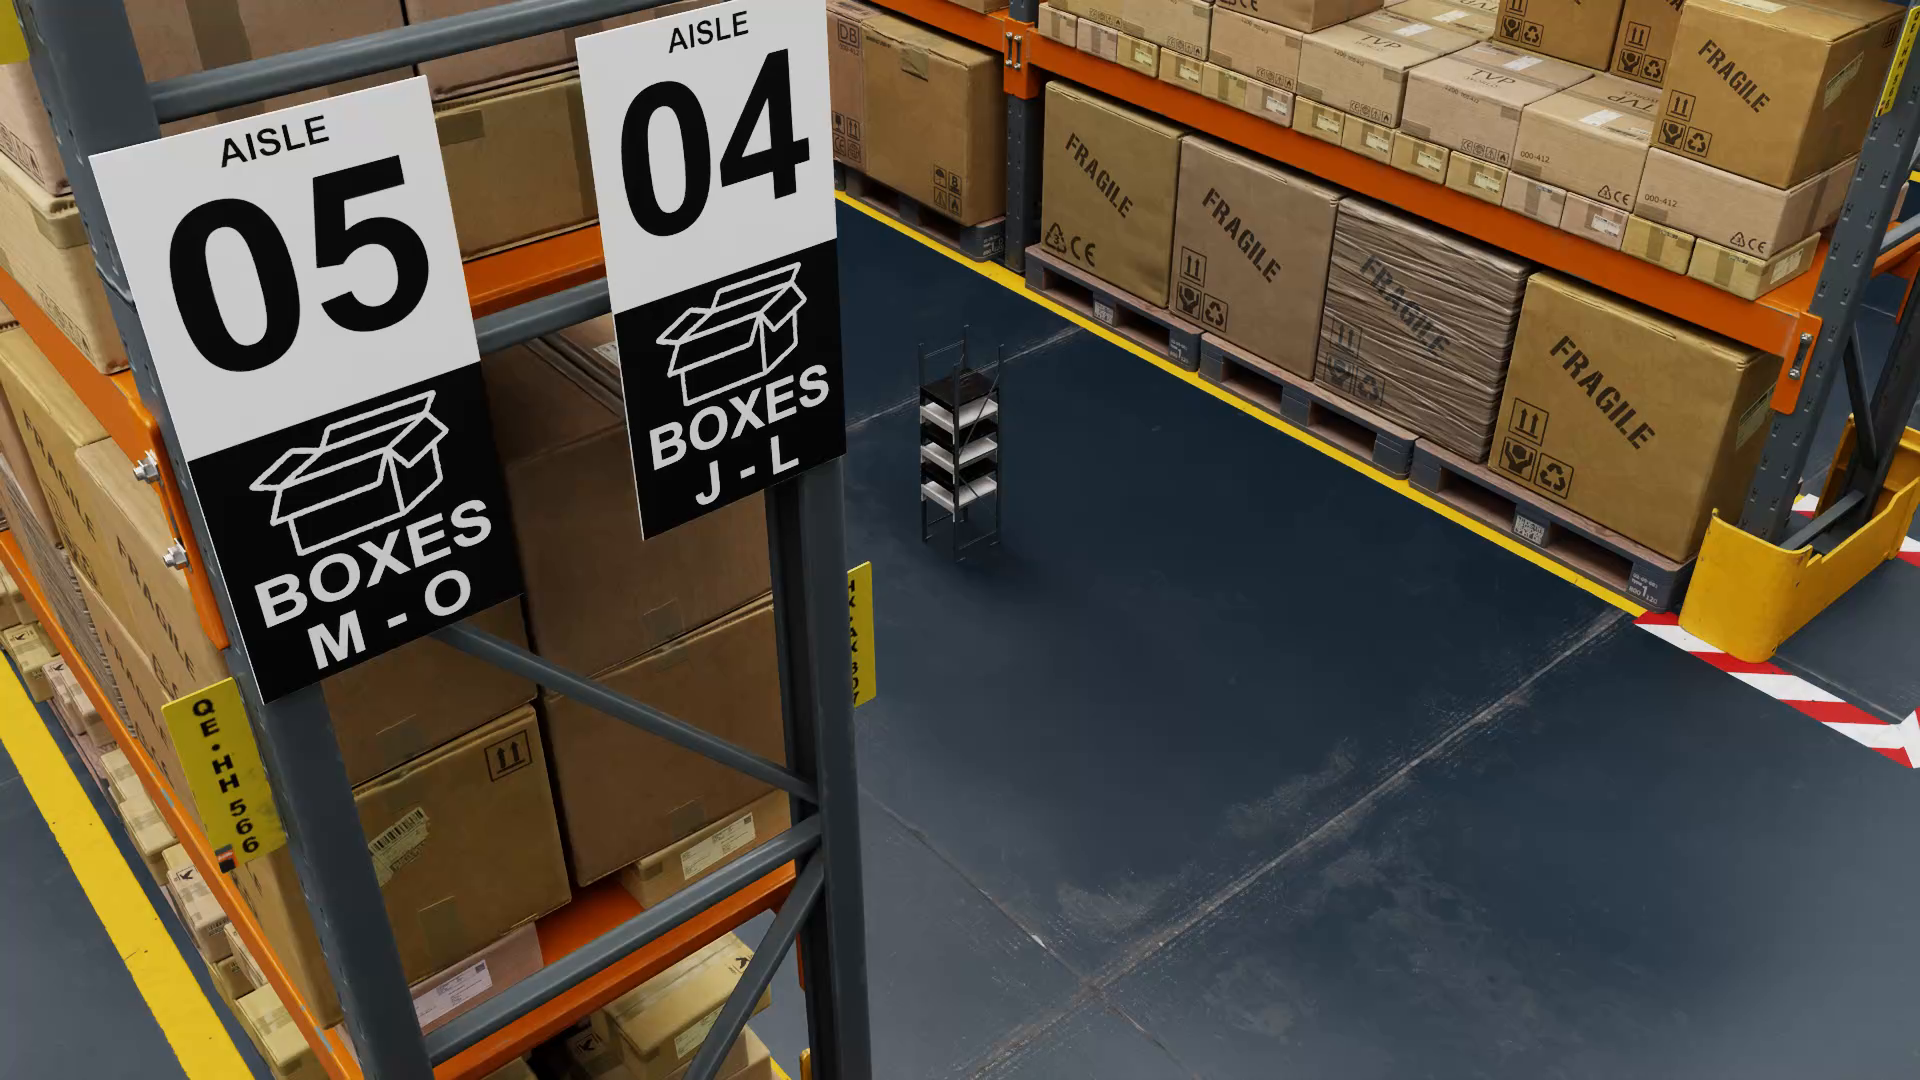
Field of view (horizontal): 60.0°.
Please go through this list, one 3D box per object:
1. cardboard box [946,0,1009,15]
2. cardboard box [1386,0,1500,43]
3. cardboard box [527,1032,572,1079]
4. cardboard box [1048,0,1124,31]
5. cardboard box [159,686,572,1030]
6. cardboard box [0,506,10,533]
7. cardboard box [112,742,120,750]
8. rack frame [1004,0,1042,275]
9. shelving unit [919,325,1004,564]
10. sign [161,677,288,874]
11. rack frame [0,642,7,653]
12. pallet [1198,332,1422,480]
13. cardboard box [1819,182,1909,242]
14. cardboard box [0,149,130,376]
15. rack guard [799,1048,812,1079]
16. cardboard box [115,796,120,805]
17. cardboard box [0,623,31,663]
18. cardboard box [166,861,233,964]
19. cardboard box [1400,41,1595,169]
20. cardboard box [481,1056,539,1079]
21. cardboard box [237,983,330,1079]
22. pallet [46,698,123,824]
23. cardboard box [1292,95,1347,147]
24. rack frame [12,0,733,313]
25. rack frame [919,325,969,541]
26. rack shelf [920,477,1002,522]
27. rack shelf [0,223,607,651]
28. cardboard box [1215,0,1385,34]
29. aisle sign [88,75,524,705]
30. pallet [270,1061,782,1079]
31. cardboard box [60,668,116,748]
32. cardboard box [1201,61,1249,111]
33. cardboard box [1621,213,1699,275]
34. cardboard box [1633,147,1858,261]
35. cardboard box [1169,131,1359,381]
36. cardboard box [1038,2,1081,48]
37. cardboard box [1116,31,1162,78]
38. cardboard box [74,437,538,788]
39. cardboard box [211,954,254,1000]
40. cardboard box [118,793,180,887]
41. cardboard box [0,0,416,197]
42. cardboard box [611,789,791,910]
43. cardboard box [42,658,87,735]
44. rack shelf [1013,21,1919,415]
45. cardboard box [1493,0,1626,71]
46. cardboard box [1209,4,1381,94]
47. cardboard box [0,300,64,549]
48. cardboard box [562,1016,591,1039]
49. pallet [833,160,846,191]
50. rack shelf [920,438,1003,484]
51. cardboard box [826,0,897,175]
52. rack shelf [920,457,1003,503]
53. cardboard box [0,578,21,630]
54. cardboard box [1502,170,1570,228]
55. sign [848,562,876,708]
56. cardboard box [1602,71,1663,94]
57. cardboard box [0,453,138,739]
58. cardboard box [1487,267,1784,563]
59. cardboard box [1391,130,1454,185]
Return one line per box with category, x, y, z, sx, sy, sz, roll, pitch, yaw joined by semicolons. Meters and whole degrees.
cardboard box;0.144;-2.970;8.262;0.500;0.500;0.500;-26;43;-32
cardboard box;2.130;-2.110;7.007;0.500;0.250;0.500;-27;43;-33
cardboard box;-0.943;1.303;4.418;0.380;0.149;0.250;-26;43;-32
cardboard box;0.758;-2.580;7.670;0.500;0.250;0.500;-27;43;-33
cardboard box;-1.105;0.482;3.130;0.500;0.500;0.500;-25;42;-31
cardboard box;-2.450;-0.417;4.400;0.500;0.500;0.500;-27;43;-33
cardboard box;-2.462;0.553;5.219;0.380;0.149;0.250;-24;42;-30
rack frame;0.655;-2.825;8.143;1.000;3.000;0.127;-26;43;-32
shelving unit;0.005;-0.364;6.485;0.258;0.900;0.210;-26;43;-32
sign;-1.055;0.343;2.395;0.100;0.325;0.005;-26;43;-32
rack frame;-3.199;-1.019;5.594;1.000;3.000;0.127;-26;43;-32
pallet;1.877;-0.783;7.673;1.003;0.211;1.213;-26;43;-32
cardboard box;3.259;-1.236;6.117;0.380;0.149;0.250;-25;43;-31
cardboard box;-1.114;-0.518;2.421;0.500;0.250;0.500;-27;43;-33
rack guard;-0.667;1.733;3.870;1.175;0.500;0.348;-26;43;-32
cardboard box;-2.341;0.811;5.113;0.380;0.149;0.250;-27;44;-33
cardboard box;-3.210;0.253;5.900;0.380;0.149;0.250;-28;44;-34
cardboard box;-1.870;0.922;4.442;0.380;0.149;0.250;-24;42;-30
cardboard box;2.065;-1.683;6.403;0.500;0.250;0.500;-28;44;-33
cardboard box;-1.153;1.357;3.828;0.380;0.149;0.250;-25;43;-31
cardboard box;-1.536;1.157;4.109;0.380;0.149;0.250;-27;43;-33
pallet;-2.739;0.402;6.000;1.003;0.211;1.213;-26;43;-32
cardboard box;1.599;-1.780;6.885;0.380;0.149;0.250;-27;44;-33
rack frame;-0.618;-1.702;1.367;1.000;3.000;0.127;-26;43;-32
rack frame;-0.060;-0.409;6.548;0.240;0.900;0.006;-26;43;-32
rack shelf;0.005;-0.190;6.608;0.258;0.077;0.200;-26;43;-32
rack shelf;-1.909;-1.067;3.688;1.077;0.370;4.000;-26;43;-32
cardboard box;1.420;-2.436;6.818;0.500;0.500;0.500;-28;44;-33
aisle sign;-0.800;-0.170;2.146;0.394;0.787;0.004;-26;43;-32
pallet;-1.164;1.479;4.479;1.003;0.211;1.213;-26;43;-32
cardboard box;-2.514;0.446;5.114;0.380;0.149;0.250;-25;42;-31
cardboard box;1.268;-2.007;7.206;0.380;0.149;0.250;-27;43;-32
cardboard box;2.586;-1.105;5.932;0.380;0.149;0.250;-26;43;-31
cardboard box;2.721;-1.234;5.769;0.500;0.250;0.500;-27;43;-32
cardboard box;1.600;-1.410;7.621;0.875;0.875;0.875;-26;43;-32
cardboard box;0.592;-2.468;7.856;0.380;0.149;0.250;-26;43;-32
cardboard box;0.932;-2.236;7.529;0.380;0.149;0.250;-25;42;-30
cardboard box;-1.103;0.067;2.851;0.500;0.500;0.500;-27;43;-33
cardboard box;-1.857;1.038;4.535;0.380;0.149;0.250;-25;42;-31
cardboard box;-2.208;0.807;4.861;0.380;0.149;0.250;-26;43;-31
cardboard box;-1.110;-0.729;2.286;0.500;0.250;0.500;-27;44;-33
cardboard box;-0.577;0.584;3.548;0.380;0.149;0.250;-26;43;-32
cardboard box;-2.838;0.461;5.607;0.380;0.149;0.250;-26;43;-32
rack shelf;1.945;-1.648;7.104;1.077;0.370;4.000;-26;43;-32
cardboard box;2.471;-2.185;6.463;0.500;0.500;0.500;-27;44;-33
cardboard box;1.414;-2.132;7.037;0.500;0.250;0.500;-25;42;-31
cardboard box;-1.773;-0.383;3.486;0.500;0.500;0.500;-24;42;-30
cardboard box;-0.894;1.148;4.379;0.380;0.149;0.250;-26;43;-32
pallet;-0.692;-2.538;10.151;1.003;0.211;1.213;-26;43;-32
rack shelf;0.005;-0.336;6.504;0.258;0.077;0.200;-26;43;-32
cardboard box;-0.351;-2.798;9.581;1.225;0.875;0.875;-28;44;-33
rack shelf;0.005;-0.263;6.556;0.258;0.077;0.200;-26;43;-32
cardboard box;-3.210;0.131;5.816;0.380;0.149;0.250;-24;42;-30
cardboard box;2.263;-1.327;6.246;0.380;0.149;0.250;-25;42;-31
sign;-0.204;0.191;3.136;0.100;0.325;0.005;-26;43;-32
cardboard box;2.792;-1.659;6.369;0.500;0.250;0.500;-27;43;-32
cardboard box;-1.768;0.032;3.765;0.500;0.500;0.500;-26;43;-32
cardboard box;2.762;-0.616;6.499;0.875;0.875;0.875;-26;43;-32
cardboard box;1.927;-1.555;6.568;0.380;0.149;0.250;-26;43;-32
